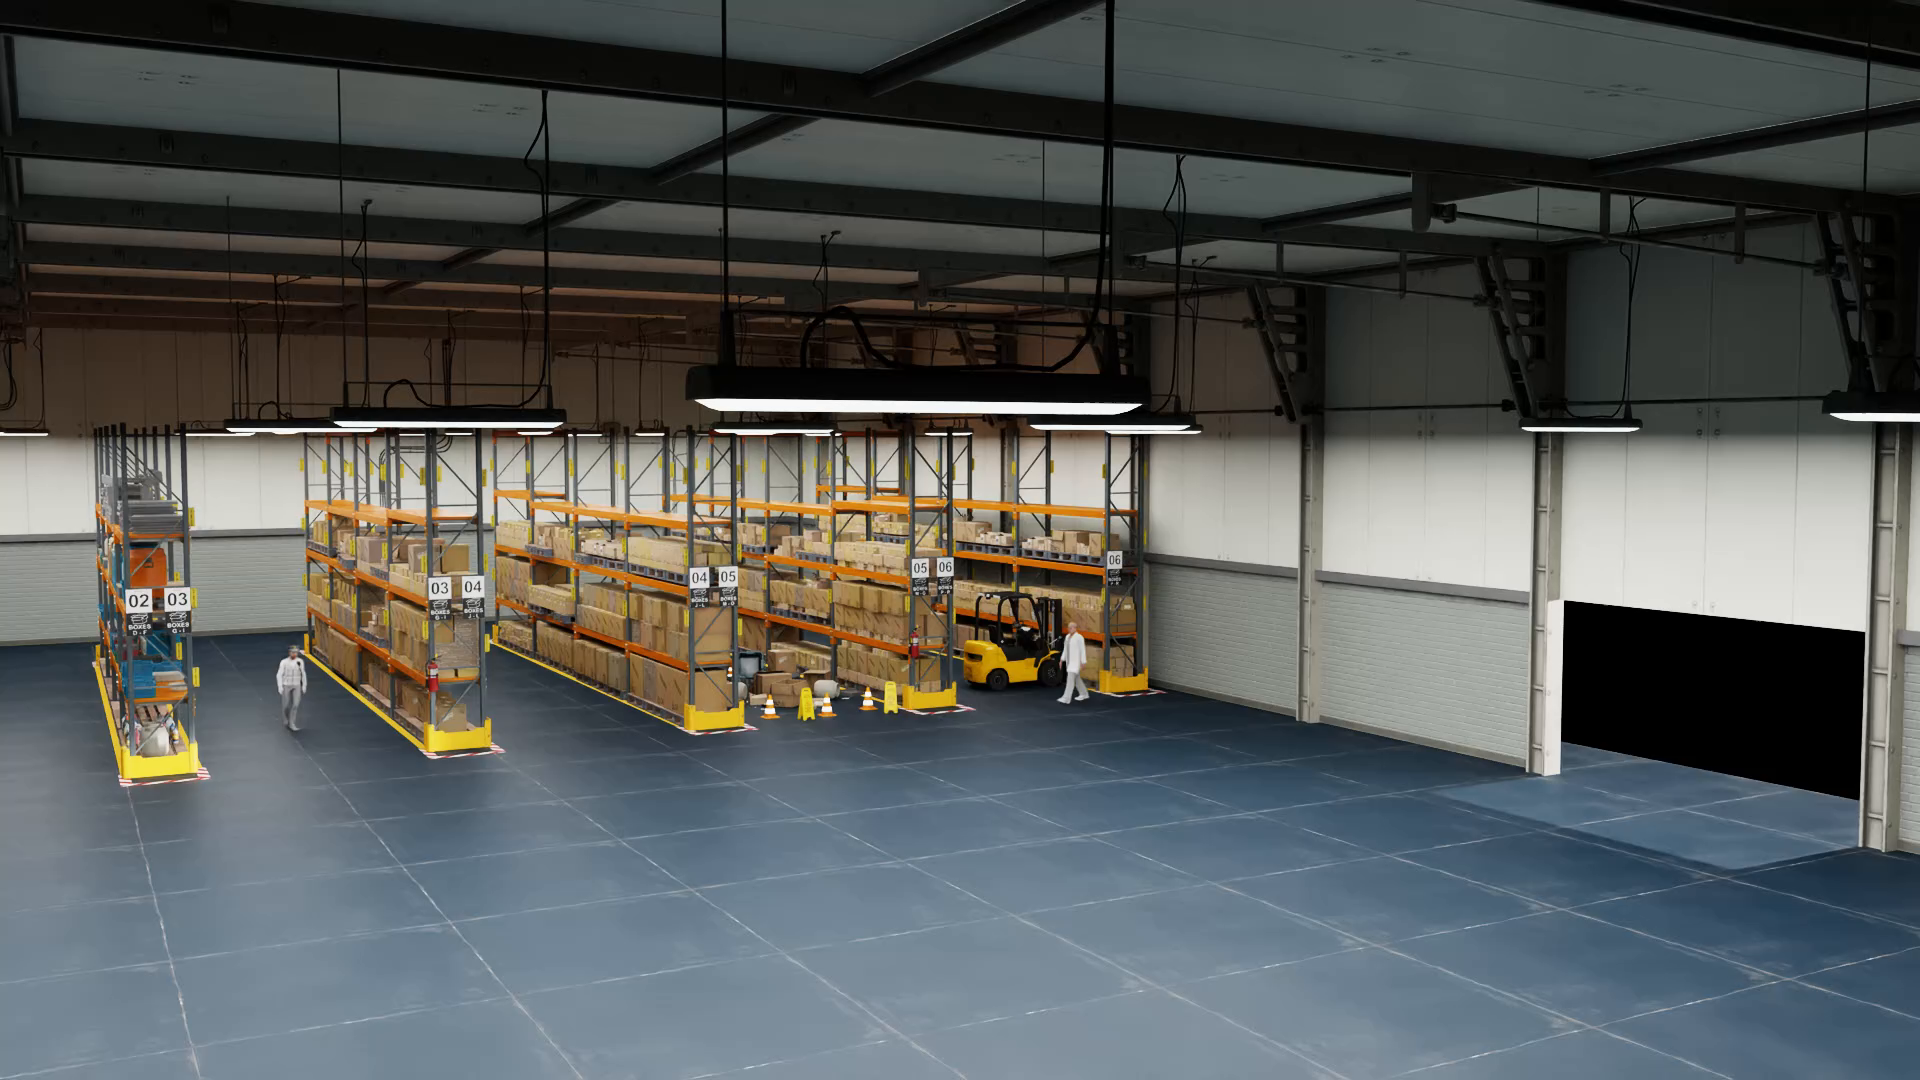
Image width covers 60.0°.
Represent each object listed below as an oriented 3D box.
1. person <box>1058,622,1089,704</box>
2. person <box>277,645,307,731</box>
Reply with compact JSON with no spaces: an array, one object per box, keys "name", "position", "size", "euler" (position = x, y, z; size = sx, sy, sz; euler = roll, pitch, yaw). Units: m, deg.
[{"name":"person","position":[2.443,2.661,36.153],"size":[0.953,1.757,0.584],"euler":[-2,4,-26]},{"name":"person","position":[-13.229,2.935,32.949],"size":[0.560,1.682,0.637],"euler":[-2,4,-31]}]
